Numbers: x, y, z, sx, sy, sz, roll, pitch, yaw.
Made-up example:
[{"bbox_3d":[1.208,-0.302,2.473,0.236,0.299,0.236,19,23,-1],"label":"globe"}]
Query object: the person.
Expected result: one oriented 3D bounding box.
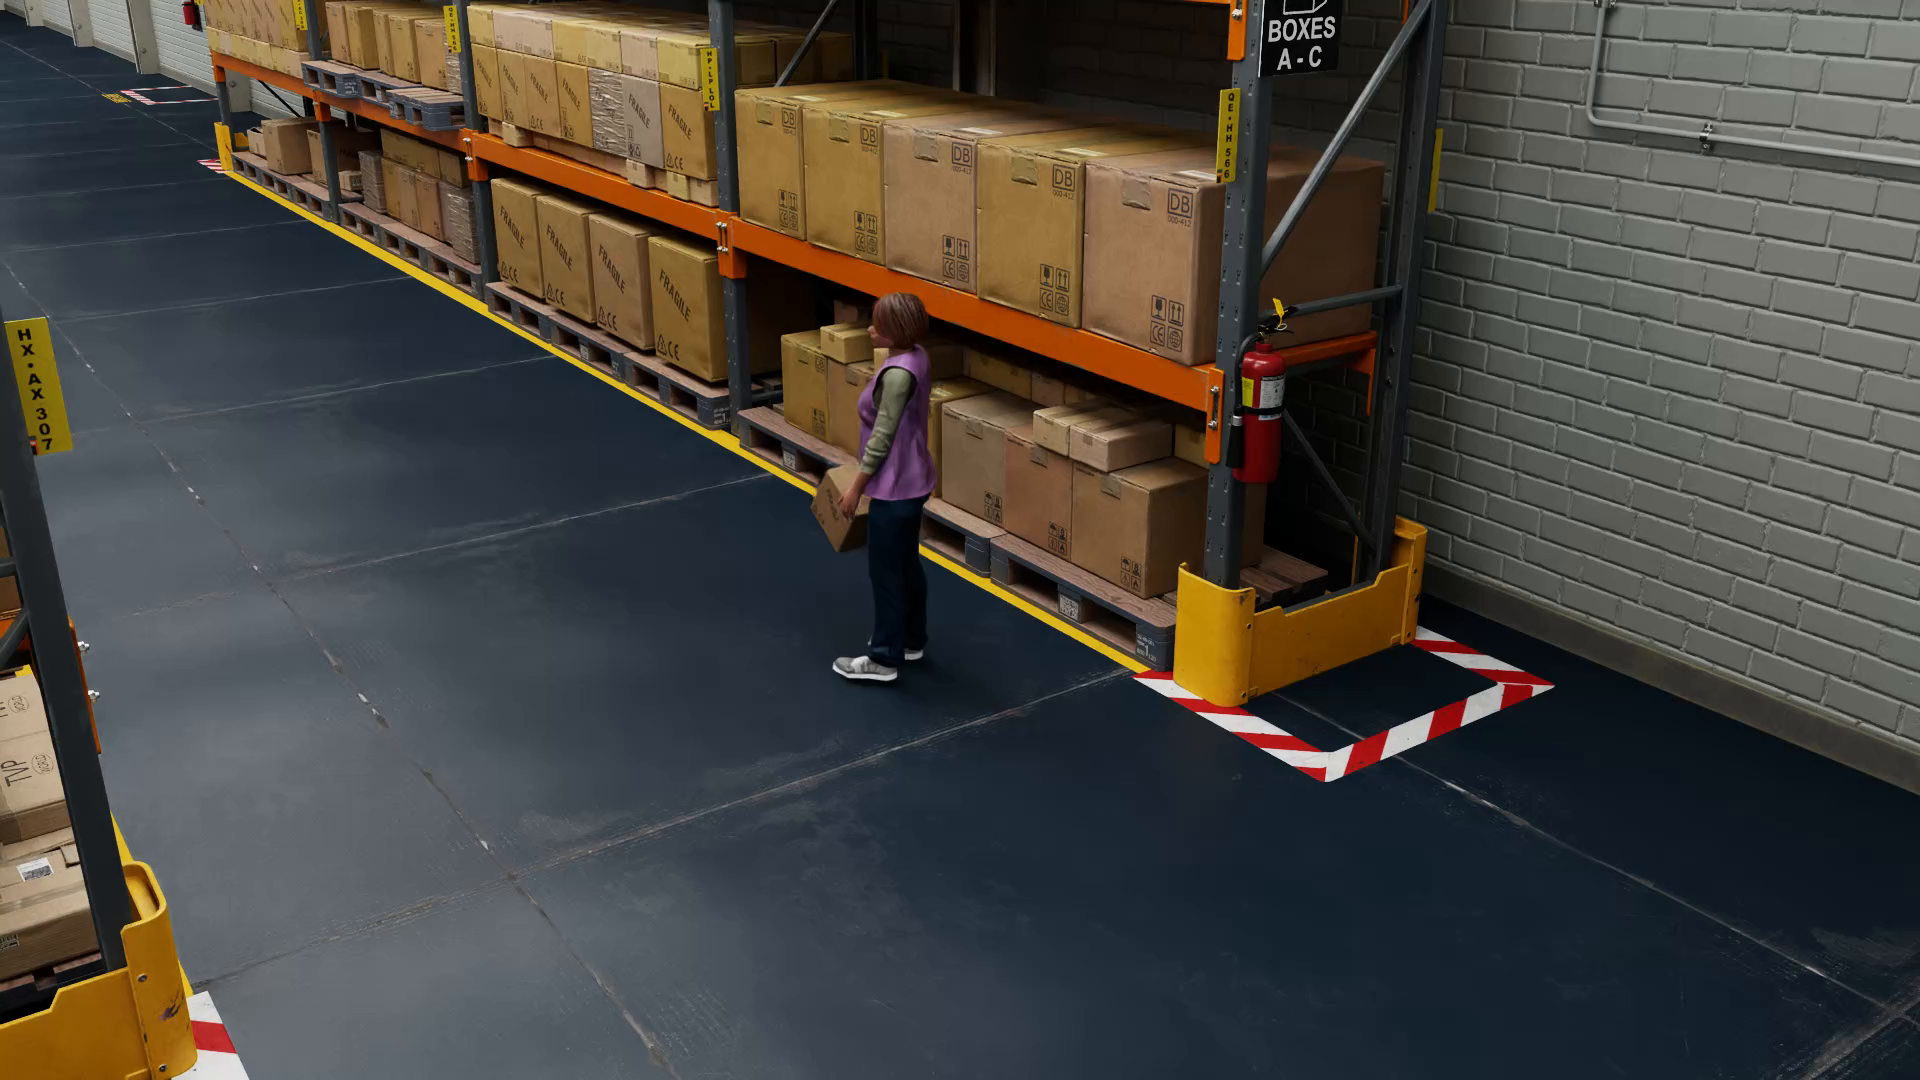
[{"bbox_3d":[-0.300,-0.206,6.573,0.423,1.606,0.486,3,22,8],"label":"person"}]
